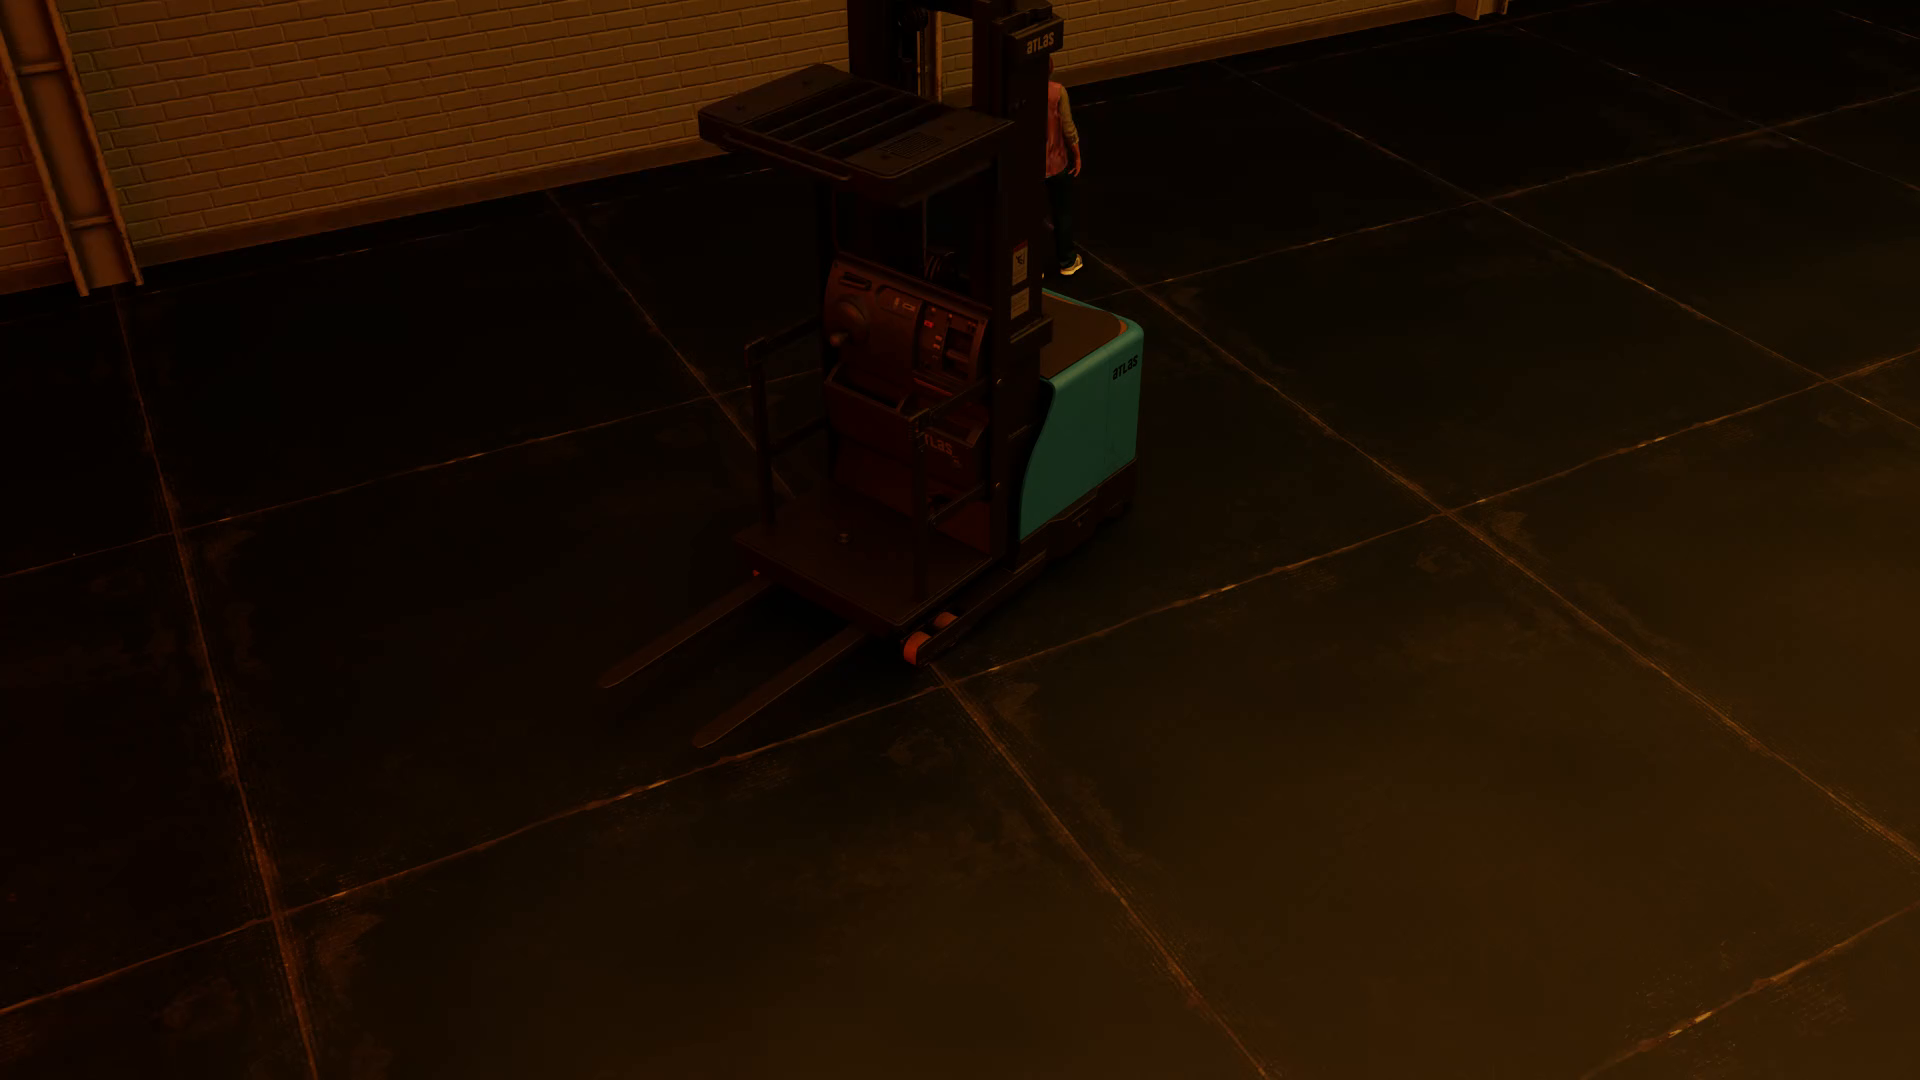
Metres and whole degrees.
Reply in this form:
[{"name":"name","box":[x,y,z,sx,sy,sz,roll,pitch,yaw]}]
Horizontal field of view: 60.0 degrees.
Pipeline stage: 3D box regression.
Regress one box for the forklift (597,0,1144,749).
[{"name":"forklift","box":[-0.390,-0.927,7.434,1.130,2.935,3.031,26,43,31]}]

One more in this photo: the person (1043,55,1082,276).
[{"name":"person","box":[0.543,-2.444,10.723,0.519,1.598,0.474,7,36,9]}]
